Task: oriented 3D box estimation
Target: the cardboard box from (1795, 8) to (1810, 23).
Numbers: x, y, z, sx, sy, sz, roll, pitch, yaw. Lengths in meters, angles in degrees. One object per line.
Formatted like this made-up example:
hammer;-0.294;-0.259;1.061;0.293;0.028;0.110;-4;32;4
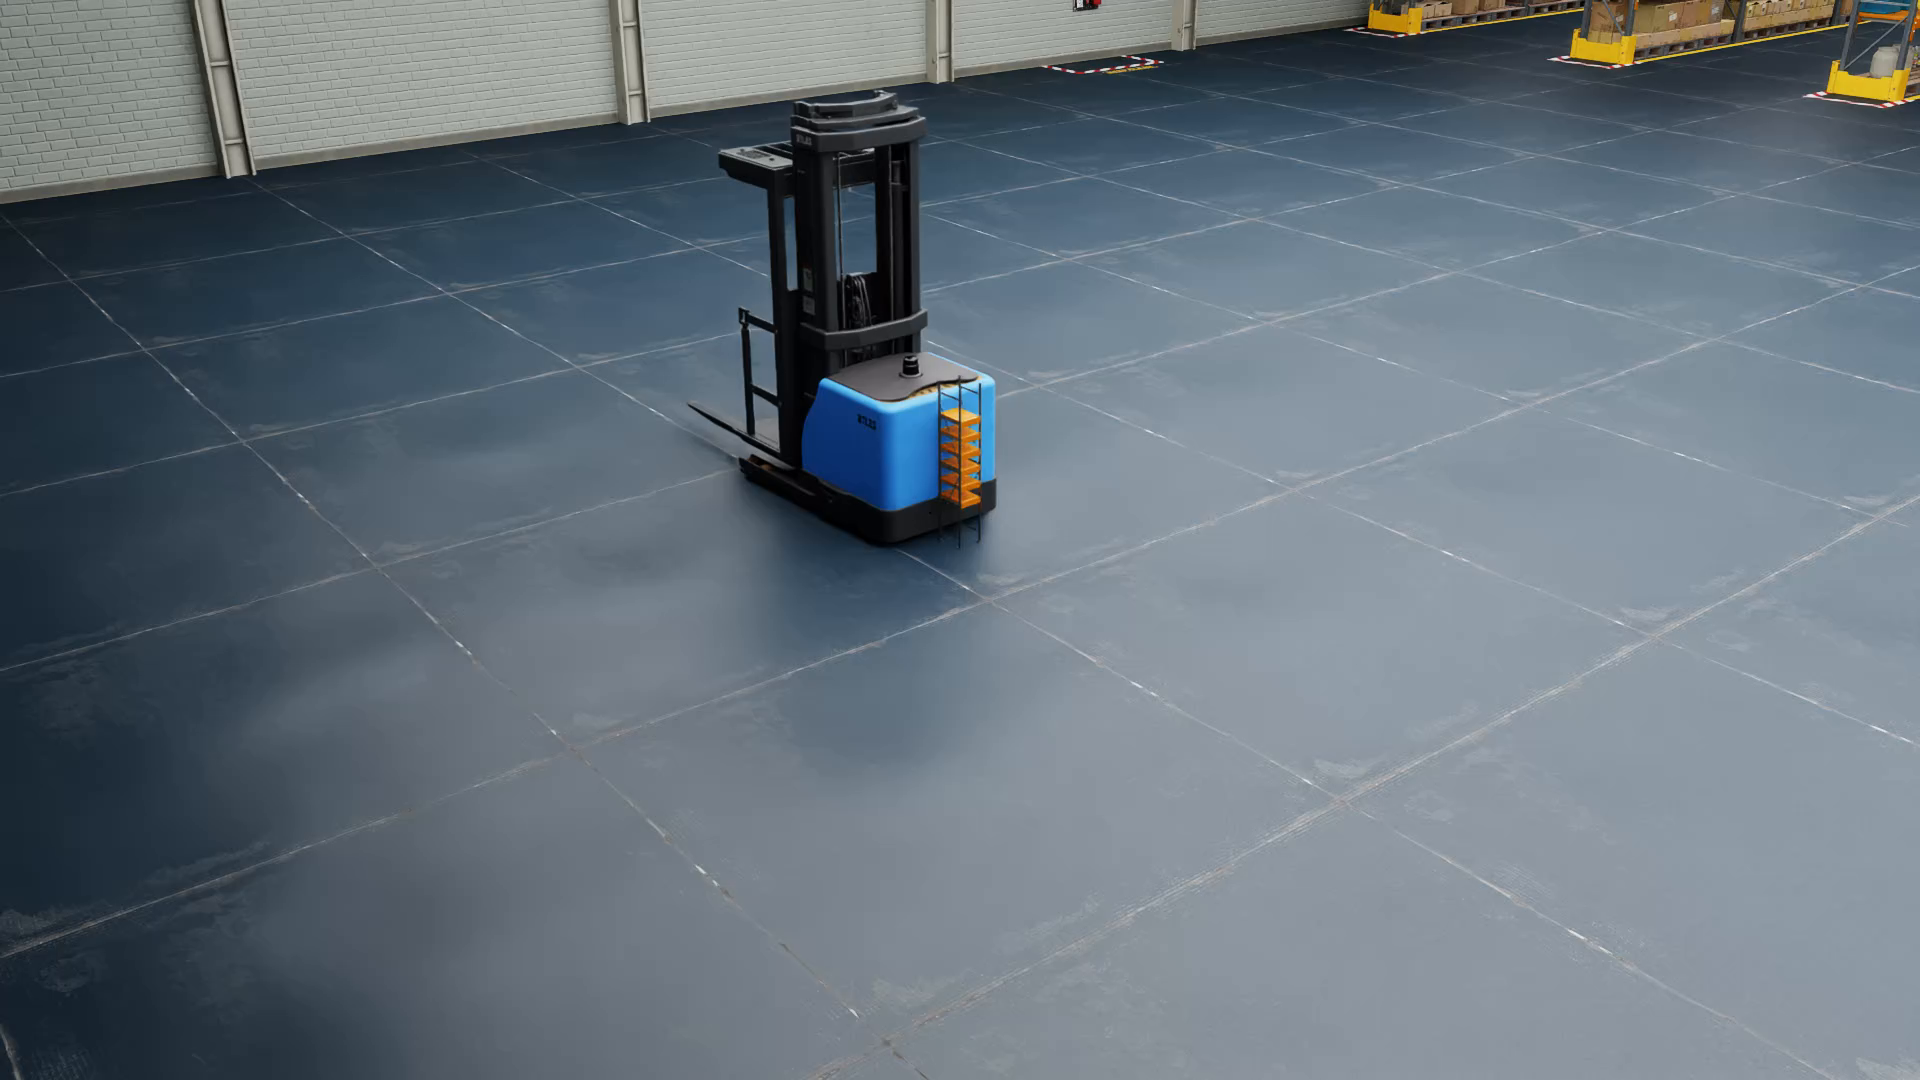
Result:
cardboard box;17.367;-10.984;34.749;0.500;0.250;0.500;-17;30;-33

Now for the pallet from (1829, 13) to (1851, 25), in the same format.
pallet;19.042;-11.440;36.276;1.213;0.211;1.003;-18;31;-34

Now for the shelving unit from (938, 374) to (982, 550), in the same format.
shelving unit;-0.003;-0.537;11.609;0.189;1.200;0.258;-20;31;-36

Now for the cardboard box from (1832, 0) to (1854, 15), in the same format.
cardboard box;18.966;-11.613;35.782;0.500;0.500;0.500;-17;30;-32

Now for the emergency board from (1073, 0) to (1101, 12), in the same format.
emergency board;2.404;-10.366;30.649;0.643;1.169;0.194;-18;31;-34

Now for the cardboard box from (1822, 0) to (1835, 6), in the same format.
cardboard box;18.171;-11.503;35.201;0.500;0.311;0.500;-17;30;-33

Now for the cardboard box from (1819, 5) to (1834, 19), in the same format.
cardboard box;18.168;-11.249;35.320;0.500;0.250;0.500;-17;30;-33

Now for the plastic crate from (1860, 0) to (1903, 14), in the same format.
plastic crate;15.399;-8.965;27.808;0.616;0.251;0.499;-18;31;-34

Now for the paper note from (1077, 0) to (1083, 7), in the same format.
paper note;2.222;-9.943;30.785;0.142;0.148;0.016;-18;31;-34

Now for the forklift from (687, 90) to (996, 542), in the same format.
forklift;-1.054;-1.862;12.409;1.130;2.935;3.031;-19;31;-35

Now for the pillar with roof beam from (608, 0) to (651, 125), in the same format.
pillar with roof beam;-2.414;-9.173;20.953;0.400;9.000;9.100;-18;31;-34

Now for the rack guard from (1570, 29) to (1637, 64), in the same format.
rack guard;12.117;-9.305;31.333;0.348;0.500;1.175;-18;31;-34

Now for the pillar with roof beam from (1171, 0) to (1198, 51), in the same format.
pillar with roof beam;7.029;-12.290;27.669;0.400;9.000;9.100;-18;31;-34

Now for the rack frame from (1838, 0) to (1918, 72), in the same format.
rack frame;15.190;-8.803;27.282;0.127;3.000;1.000;-18;31;-34

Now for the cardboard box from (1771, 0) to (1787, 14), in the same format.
cardboard box;16.566;-10.970;34.052;0.500;0.311;0.500;-19;31;-36

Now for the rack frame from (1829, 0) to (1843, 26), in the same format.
rack frame;18.432;-12.523;35.298;0.127;3.000;1.000;-18;31;-34

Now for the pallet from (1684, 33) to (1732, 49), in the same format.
pallet;14.632;-10.027;33.231;1.213;0.211;1.003;-18;31;-34

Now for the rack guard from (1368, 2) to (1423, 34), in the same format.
rack guard;9.136;-10.971;34.923;0.348;0.500;1.175;-18;31;-34

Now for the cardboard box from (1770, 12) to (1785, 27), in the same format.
cardboard box;16.563;-10.718;34.176;0.500;0.250;0.500;-19;31;-36

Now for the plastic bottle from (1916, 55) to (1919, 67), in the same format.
plastic bottle;16.926;-8.464;29.353;0.097;0.201;0.097;0;25;0

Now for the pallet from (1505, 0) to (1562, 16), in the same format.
pallet;12.836;-12.062;37.617;1.213;0.211;1.003;-18;31;-34

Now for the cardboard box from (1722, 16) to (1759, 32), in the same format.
cardboard box;15.754;-10.450;33.598;0.500;0.250;0.500;-19;31;-35

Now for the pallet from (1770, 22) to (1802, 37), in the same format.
pallet;16.800;-10.742;34.773;1.213;0.211;1.003;-18;31;-34

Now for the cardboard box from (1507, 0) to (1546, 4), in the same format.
cardboard box;12.793;-12.387;37.450;0.500;0.500;0.700;-17;30;-32

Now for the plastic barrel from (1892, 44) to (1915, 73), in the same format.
plastic barrel;16.055;-8.192;28.421;0.421;0.512;0.421;0;25;0

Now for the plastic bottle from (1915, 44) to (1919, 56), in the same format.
plastic bottle;16.963;-8.609;29.487;0.185;0.351;0.144;-19;31;-34

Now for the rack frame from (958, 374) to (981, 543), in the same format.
rack frame;0.067;-0.562;11.663;0.006;1.200;0.240;-20;31;-36

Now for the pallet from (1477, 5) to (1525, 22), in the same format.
pallet;11.718;-11.673;36.779;1.213;0.211;1.003;-18;31;-34

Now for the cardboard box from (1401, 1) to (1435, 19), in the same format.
cardboard box;9.677;-11.215;35.150;0.500;0.311;0.500;-23;33;-40

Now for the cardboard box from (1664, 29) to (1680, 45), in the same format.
cardboard box;13.480;-9.715;32.014;0.500;0.250;0.500;-18;31;-34

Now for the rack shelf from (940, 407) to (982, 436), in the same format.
rack shelf;-0.003;-0.823;11.476;0.180;0.103;0.258;-20;31;-36

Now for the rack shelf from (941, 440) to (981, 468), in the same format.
rack shelf;-0.003;-0.605;11.577;0.180;0.103;0.258;-20;31;-36

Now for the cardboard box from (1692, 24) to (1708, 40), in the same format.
cardboard box;14.270;-9.973;32.571;0.500;0.250;0.500;-18;31;-34

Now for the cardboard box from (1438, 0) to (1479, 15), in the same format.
cardboard box;10.733;-11.623;35.805;0.500;0.500;0.700;-21;32;-37

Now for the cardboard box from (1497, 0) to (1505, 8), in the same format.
cardboard box;11.822;-11.890;36.776;0.380;0.166;0.250;22;33;39

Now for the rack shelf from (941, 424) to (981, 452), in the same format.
rack shelf;-0.003;-0.714;11.526;0.180;0.103;0.258;-20;31;-36

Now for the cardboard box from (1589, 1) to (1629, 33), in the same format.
cardboard box;12.375;-9.966;31.665;0.500;0.500;0.500;-18;31;-34

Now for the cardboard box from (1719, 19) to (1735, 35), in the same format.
cardboard box;15.054;-10.235;33.134;0.500;0.250;0.500;-18;31;-34

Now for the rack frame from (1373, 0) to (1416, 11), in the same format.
rack frame;9.077;-12.085;34.354;0.127;3.000;1.000;-18;31;-34

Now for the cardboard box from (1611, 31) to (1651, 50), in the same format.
cardboard box;12.695;-9.454;31.452;0.500;0.250;0.500;-18;31;-34

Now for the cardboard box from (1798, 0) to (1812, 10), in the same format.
cardboard box;17.367;-11.236;34.625;0.500;0.311;0.500;-18;31;-34

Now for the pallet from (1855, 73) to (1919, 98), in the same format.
pallet;15.863;-7.783;28.397;1.213;0.211;1.003;-18;31;-34

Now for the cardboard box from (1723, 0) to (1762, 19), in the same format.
cardboard box;15.763;-10.707;33.485;0.500;0.311;0.500;-18;30;-34

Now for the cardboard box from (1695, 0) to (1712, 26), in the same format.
cardboard box;14.262;-10.318;32.422;0.500;0.500;0.500;-18;31;-34

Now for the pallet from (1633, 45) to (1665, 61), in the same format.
pallet;12.712;-9.393;31.865;1.213;0.211;1.003;-18;31;-34

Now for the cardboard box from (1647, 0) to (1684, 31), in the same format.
cardboard box;13.473;-10.059;31.864;0.500;0.500;0.500;-18;31;-34

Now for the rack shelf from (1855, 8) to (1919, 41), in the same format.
rack shelf;16.764;-8.996;28.553;4.000;0.370;1.077;-18;31;-34
